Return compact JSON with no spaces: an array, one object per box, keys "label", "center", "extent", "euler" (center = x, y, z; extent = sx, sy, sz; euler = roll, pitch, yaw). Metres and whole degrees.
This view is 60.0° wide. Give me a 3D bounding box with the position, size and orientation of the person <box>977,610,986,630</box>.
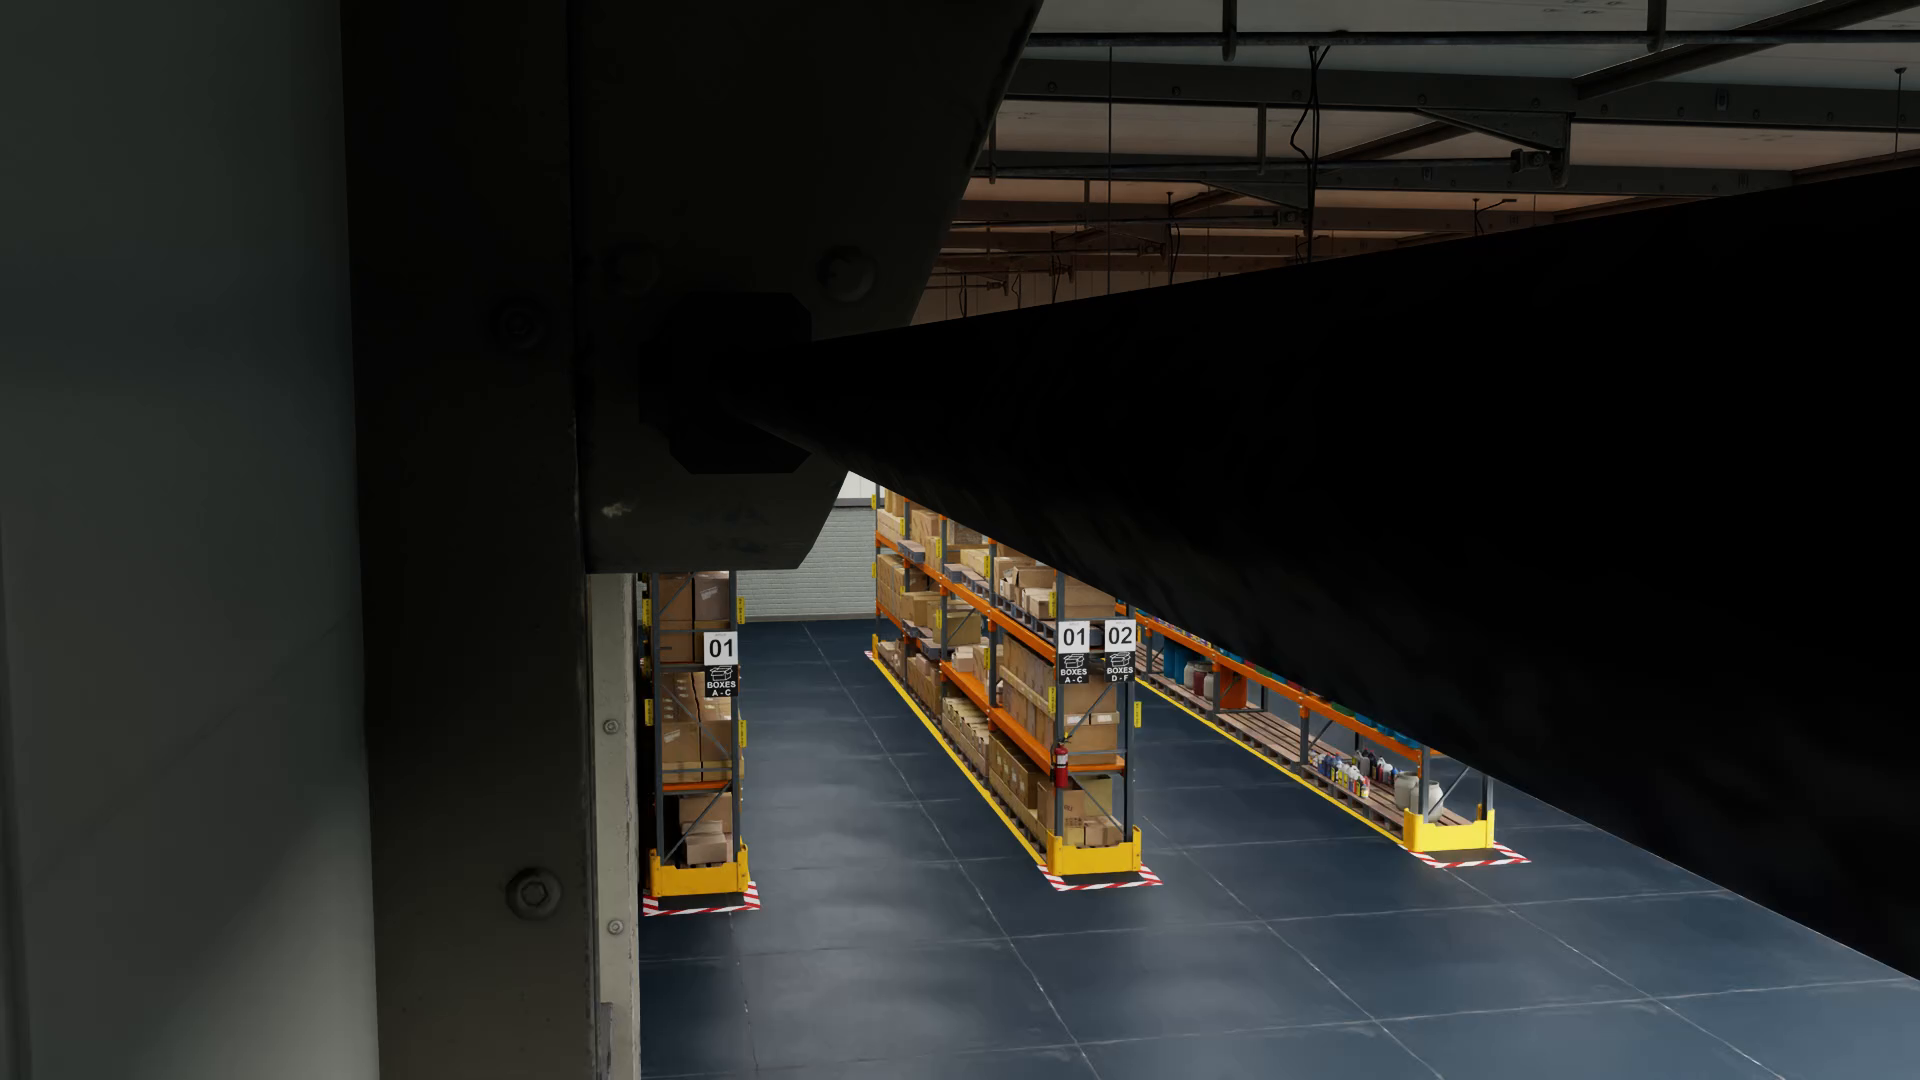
[{"label":"person","center":[0.452,1.411,40.065],"extent":[0.693,1.636,0.729],"euler":[0,6,-1]}]
